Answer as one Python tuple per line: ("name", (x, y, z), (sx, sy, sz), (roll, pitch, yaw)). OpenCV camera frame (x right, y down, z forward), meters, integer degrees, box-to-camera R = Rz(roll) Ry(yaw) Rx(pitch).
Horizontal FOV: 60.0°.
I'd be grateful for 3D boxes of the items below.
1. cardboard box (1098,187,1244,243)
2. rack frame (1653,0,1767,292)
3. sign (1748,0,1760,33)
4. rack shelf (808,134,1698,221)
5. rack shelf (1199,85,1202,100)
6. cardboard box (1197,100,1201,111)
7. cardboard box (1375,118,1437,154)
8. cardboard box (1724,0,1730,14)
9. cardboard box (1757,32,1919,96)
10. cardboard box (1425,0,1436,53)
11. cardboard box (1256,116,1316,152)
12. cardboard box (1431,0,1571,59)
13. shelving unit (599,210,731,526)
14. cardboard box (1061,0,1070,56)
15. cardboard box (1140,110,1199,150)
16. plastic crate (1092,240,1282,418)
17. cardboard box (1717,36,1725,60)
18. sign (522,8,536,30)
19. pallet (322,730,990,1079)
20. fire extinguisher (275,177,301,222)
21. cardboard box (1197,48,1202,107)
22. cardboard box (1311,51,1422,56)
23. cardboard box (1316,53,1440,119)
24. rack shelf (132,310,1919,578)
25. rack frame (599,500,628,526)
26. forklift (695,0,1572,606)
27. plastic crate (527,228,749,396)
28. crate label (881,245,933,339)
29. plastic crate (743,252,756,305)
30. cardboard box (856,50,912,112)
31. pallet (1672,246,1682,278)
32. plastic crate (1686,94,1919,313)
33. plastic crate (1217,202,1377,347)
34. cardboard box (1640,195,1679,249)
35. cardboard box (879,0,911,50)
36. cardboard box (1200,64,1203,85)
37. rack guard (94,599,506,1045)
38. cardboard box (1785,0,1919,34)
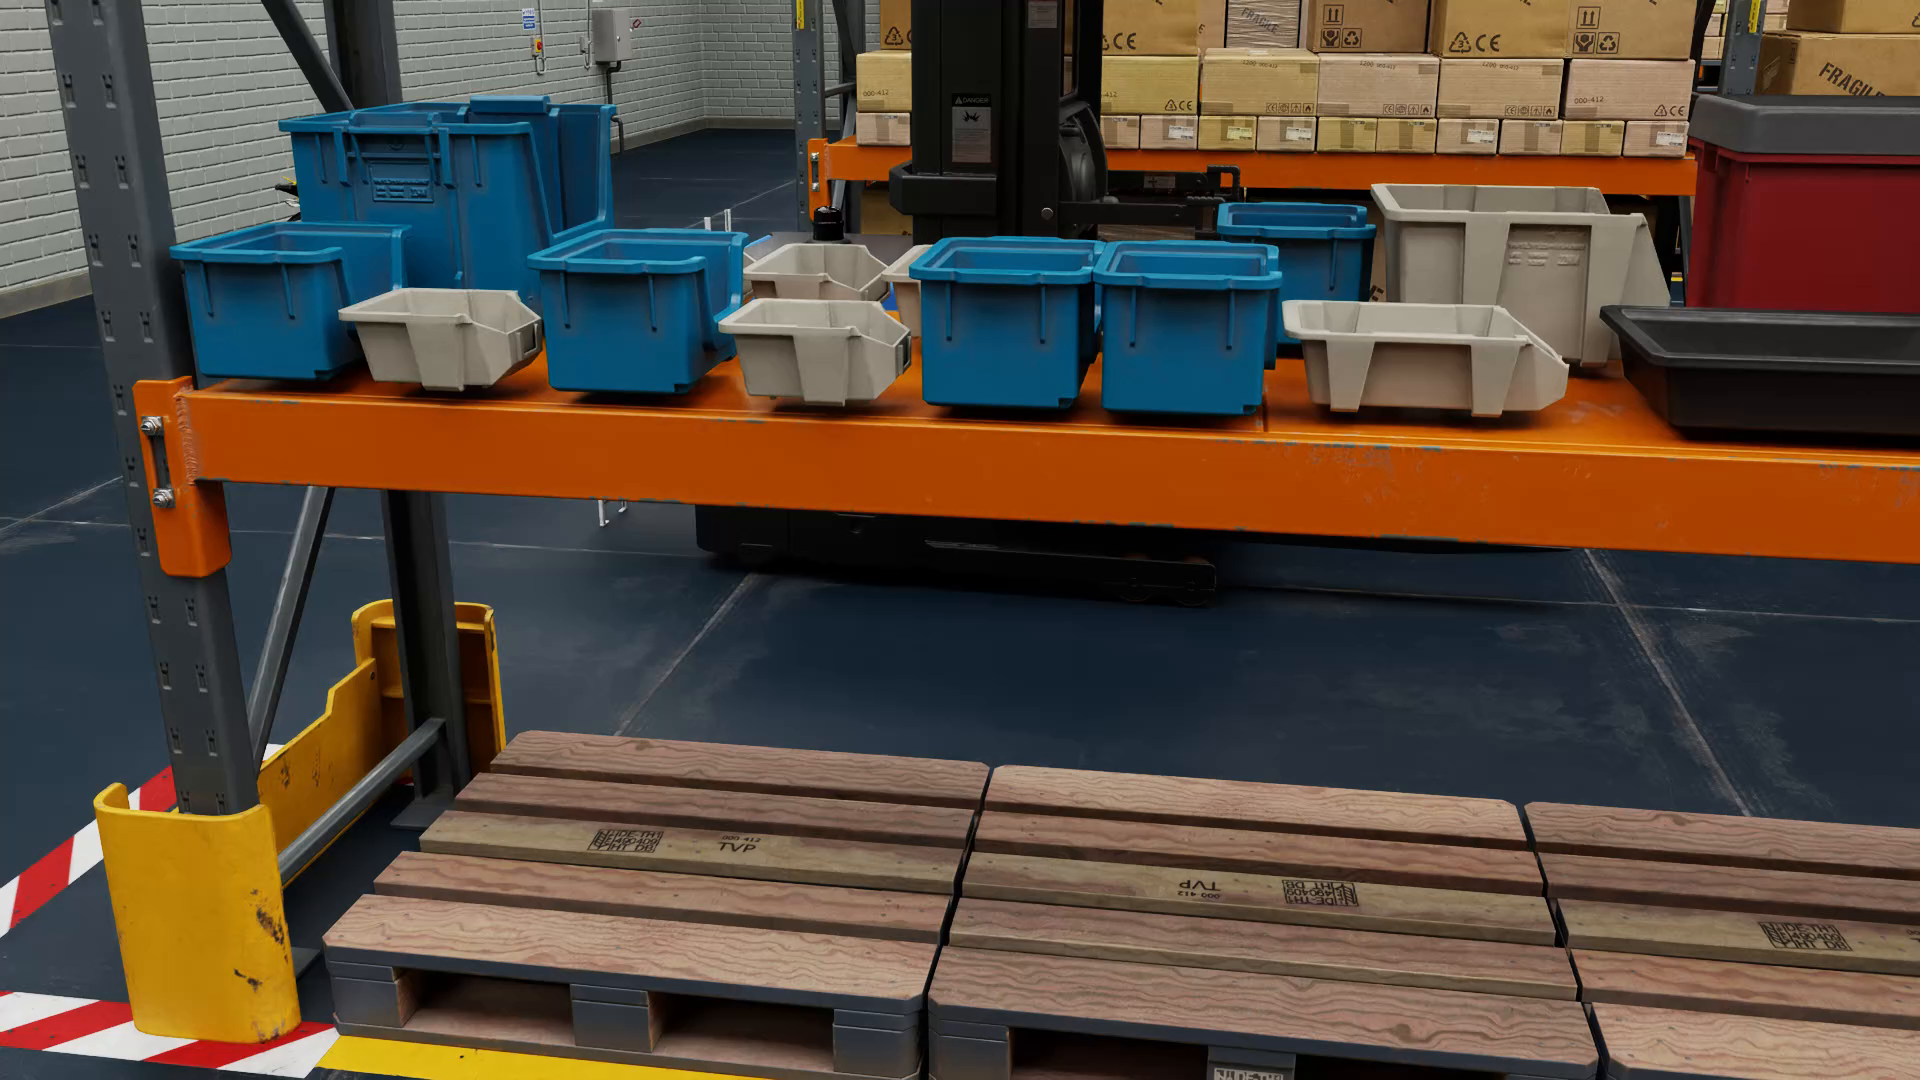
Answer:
("cardboard box", (0.926, -1.301, 8.151), (0.875, 0.875, 0.875), (3, 19, 9))
("rack frame", (3.332, -1.961, 7.437), (0.127, 3.000, 1.000), (3, 19, 9))
("sign", (3.246, -2.235, 6.767), (0.005, 0.325, 0.100), (3, 19, 9))
("rack shelf", (1.358, -1.721, 7.852), (4.000, 0.370, 1.077), (3, 19, 9))
("rack shelf", (2.244, -3.269, 12.481), (4.000, 0.370, 1.077), (3, 19, 9))
("cardboard box", (1.052, -2.065, 8.143), (0.250, 0.149, 0.380), (3, 19, 9))
("cardboard box", (1.963, -1.806, 7.371), (0.250, 0.149, 0.380), (3, 19, 10))
("cardboard box", (5.310, -3.669, 11.338), (0.250, 0.149, 0.380), (3, 19, 8))
("cardboard box", (3.747, -1.907, 7.118), (0.500, 0.500, 0.500), (3, 19, 9))
("cardboard box", (2.415, -2.518, 7.687), (0.500, 0.500, 0.500), (3, 19, 9))
("cardboard box", (1.459, -1.832, 7.448), (0.250, 0.149, 0.380), (3, 19, 10))
("cardboard box", (2.342, -2.353, 7.193), (0.500, 0.500, 0.500), (3, 19, 9))
("shelving unit", (-1.128, -0.644, 6.336), (0.503, 1.200, 0.258), (4, 19, 11))
("cardboard box", (0.308, -2.454, 7.496), (0.500, 0.500, 0.500), (2, 19, 7))
("cardboard box", (0.951, -1.858, 7.525), (0.250, 0.149, 0.380), (3, 19, 8))
("plastic crate", (0.385, -0.363, 2.830), (0.300, 0.233, 0.416), (3, 19, 9))
("cardboard box", (5.304, -3.387, 11.433), (0.250, 0.149, 0.380), (3, 19, 9))
("sign", (-4.684, -5.660, 18.065), (0.001, 0.218, 0.327), (3, 19, 9))
("pallet", (-0.594, 0.765, 3.683), (1.213, 0.211, 1.003), (3, 19, 9))
("fire extinguisher", (-1.479, -0.547, 3.921), (0.183, 0.674, 0.296), (3, 19, 9))
("cardboard box", (0.907, -2.240, 8.038), (0.500, 0.250, 0.500), (2, 19, 7))
("cardboard box", (1.907, -2.188, 7.882), (0.500, 0.250, 0.500), (3, 19, 10))
("cardboard box", (1.840, -2.022, 7.387), (0.500, 0.250, 0.500), (3, 19, 10))
("rack shelf", (0.572, -0.169, 3.215), (4.000, 0.370, 1.077), (3, 19, 9))
("rack frame", (-1.367, -0.659, 6.383), (0.015, 1.200, 0.240), (4, 19, 11))
("forklift", (0.615, -1.350, 5.717), (3.031, 2.935, 1.130), (4, 19, 11))
("plastic crate", (-0.561, -0.411, 2.974), (0.300, 0.233, 0.416), (3, 19, 9))
("crate label", (-0.006, -0.504, 3.404), (0.243, 0.136, 0.396), (3, 19, 9))
("plastic crate", (-0.569, -0.530, 3.480), (0.243, 0.136, 0.396), (3, 19, 9))
("cardboard box", (-0.186, -2.124, 7.690), (0.500, 0.250, 0.500), (2, 19, 7))
("pallet", (4.988, -2.149, 12.393), (1.213, 0.211, 1.003), (3, 19, 9))
("plastic crate", (1.705, -0.592, 3.149), (0.583, 0.464, 0.402), (3, 19, 9))
("plastic crate", (0.666, -0.537, 3.349), (0.300, 0.233, 0.416), (3, 19, 9))
("cardboard box", (4.906, -2.403, 12.037), (0.500, 0.500, 0.500), (4, 19, 11))
("cardboard box", (-0.094, -2.646, 8.069), (0.500, 0.500, 0.500), (3, 19, 9))
("cardboard box", (1.833, -3.430, 12.224), (0.250, 0.149, 0.380), (3, 19, 8))
("rack guard", (-1.428, 0.577, 3.789), (0.348, 0.500, 1.175), (3, 19, 9))
("cardboard box", (3.964, -2.455, 7.174), (0.637, 0.503, 0.797), (2, 19, 7))
